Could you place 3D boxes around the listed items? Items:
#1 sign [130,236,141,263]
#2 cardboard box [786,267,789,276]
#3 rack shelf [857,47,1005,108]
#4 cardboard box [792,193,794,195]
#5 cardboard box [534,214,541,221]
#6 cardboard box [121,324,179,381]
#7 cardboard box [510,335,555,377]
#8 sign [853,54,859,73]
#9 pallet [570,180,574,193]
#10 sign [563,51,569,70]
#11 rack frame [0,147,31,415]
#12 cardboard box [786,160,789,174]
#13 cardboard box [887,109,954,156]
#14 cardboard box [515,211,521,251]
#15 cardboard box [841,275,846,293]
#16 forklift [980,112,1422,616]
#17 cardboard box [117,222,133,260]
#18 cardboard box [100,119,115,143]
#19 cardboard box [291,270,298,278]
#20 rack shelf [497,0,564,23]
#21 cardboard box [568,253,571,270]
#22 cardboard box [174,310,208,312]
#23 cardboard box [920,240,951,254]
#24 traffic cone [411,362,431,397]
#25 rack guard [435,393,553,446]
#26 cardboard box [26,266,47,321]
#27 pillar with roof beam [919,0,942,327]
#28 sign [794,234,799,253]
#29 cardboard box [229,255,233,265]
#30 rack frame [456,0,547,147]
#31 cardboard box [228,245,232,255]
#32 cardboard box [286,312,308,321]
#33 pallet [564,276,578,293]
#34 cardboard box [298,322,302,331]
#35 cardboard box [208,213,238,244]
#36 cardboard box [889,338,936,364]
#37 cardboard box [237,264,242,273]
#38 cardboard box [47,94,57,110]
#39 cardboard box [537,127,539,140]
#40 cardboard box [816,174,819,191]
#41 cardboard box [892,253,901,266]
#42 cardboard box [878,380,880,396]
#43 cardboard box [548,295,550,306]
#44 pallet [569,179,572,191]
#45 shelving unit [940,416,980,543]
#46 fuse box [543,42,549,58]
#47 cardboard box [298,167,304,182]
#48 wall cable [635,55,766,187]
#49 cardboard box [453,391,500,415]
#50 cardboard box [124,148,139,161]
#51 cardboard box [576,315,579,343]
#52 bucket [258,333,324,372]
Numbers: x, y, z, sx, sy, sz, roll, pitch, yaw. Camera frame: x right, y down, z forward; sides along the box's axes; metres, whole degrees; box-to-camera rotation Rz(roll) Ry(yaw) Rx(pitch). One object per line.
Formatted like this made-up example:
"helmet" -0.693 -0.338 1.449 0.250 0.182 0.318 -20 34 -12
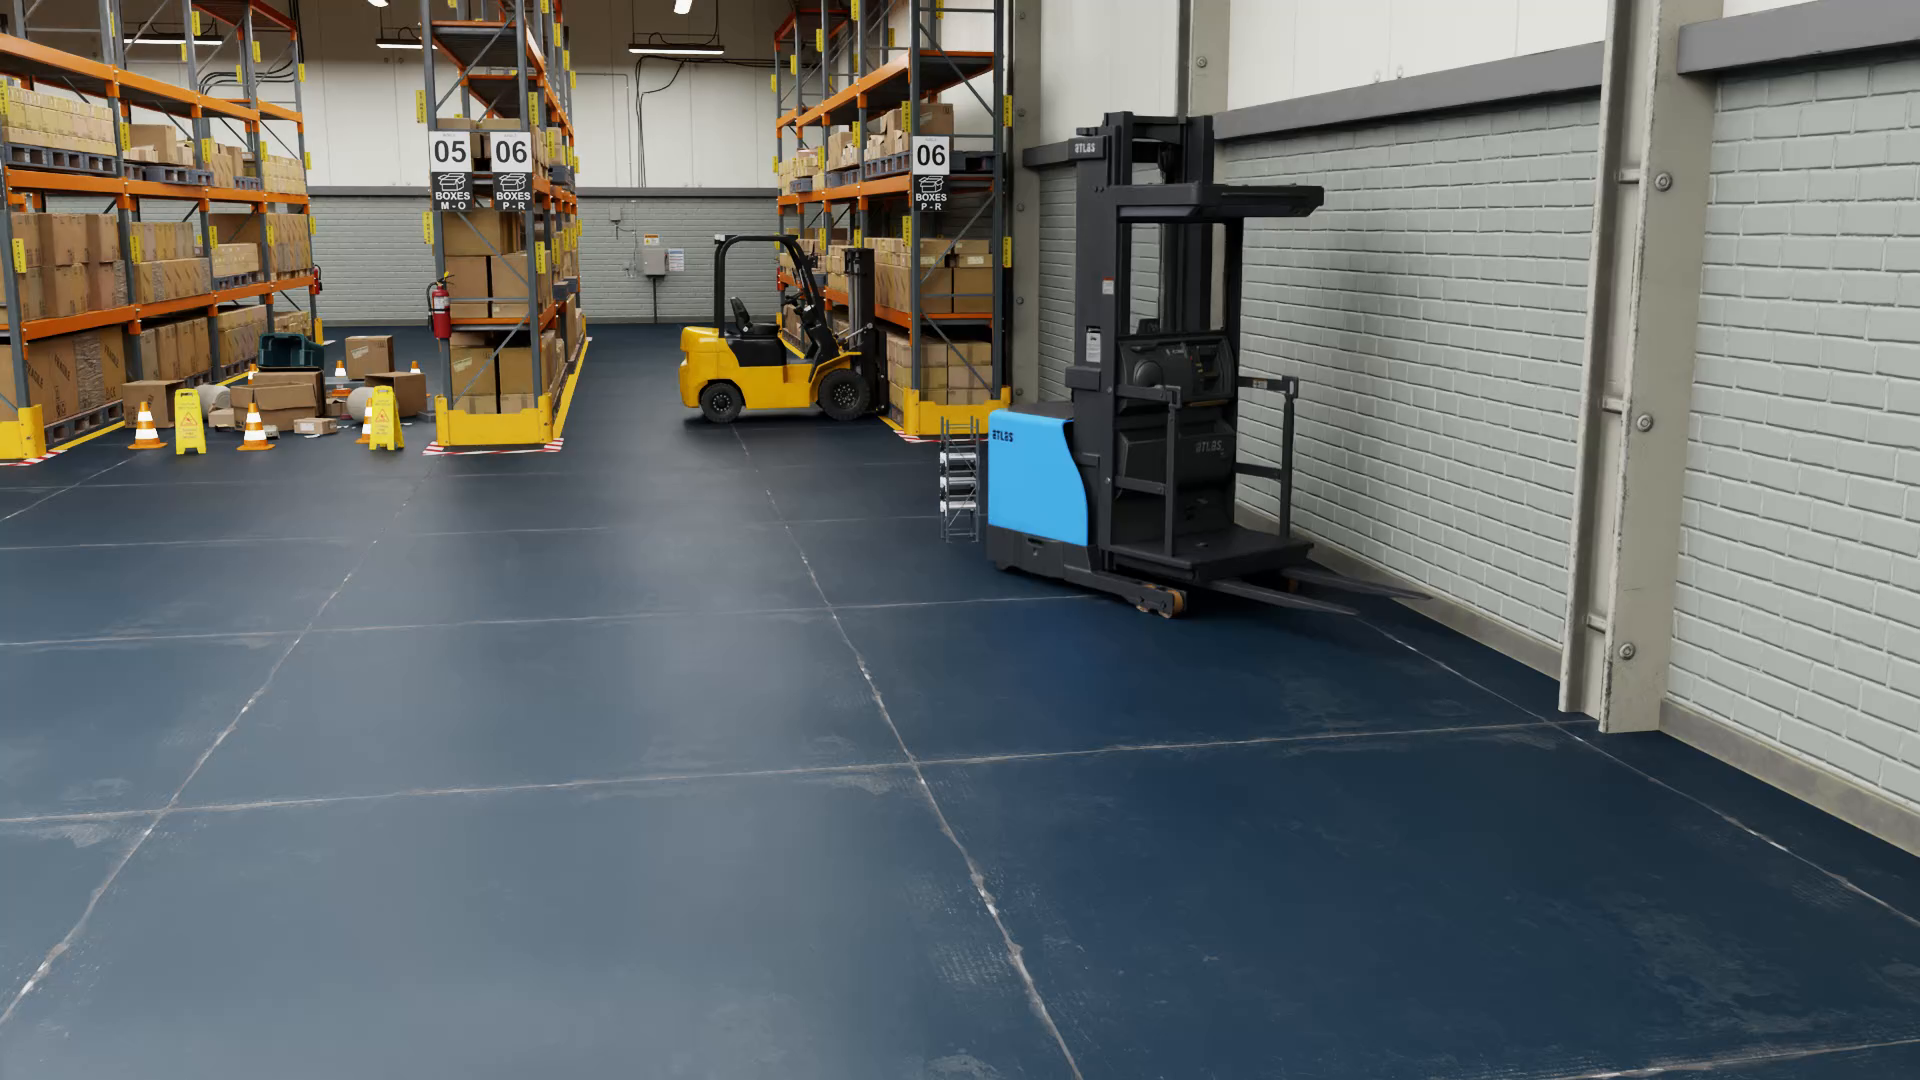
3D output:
"sign" -9.973 -3.514 20.110 0.100 0.325 0.005 -2 11 -11
"cardboard box" -3.150 -5.178 32.052 0.380 0.149 0.250 -2 11 -13
"rack shelf" -0.424 -5.440 19.702 1.077 0.370 4.000 -2 11 -11
"cardboard box" -2.939 -6.518 31.067 0.380 0.149 0.250 -2 11 -10
"cardboard box" -7.554 -5.651 29.190 0.380 0.149 0.250 -2 11 -10
"cardboard box" -10.910 -2.418 21.773 1.050 0.750 0.750 -2 11 -11
"cardboard box" -5.102 -2.166 19.781 0.500 0.500 0.500 -2 11 -8
"sign" -1.826 -8.381 29.243 0.100 0.325 0.005 -2 11 -11
"pallet" -7.620 -6.499 30.534 1.003 0.211 1.213 -2 11 -11
"sign" -6.707 -8.162 28.302 0.100 0.325 0.005 -2 11 -11
"rack frame" -9.739 -2.296 16.236 1.000 3.000 0.127 -2 11 -11
"cardboard box" -3.006 -7.032 31.368 0.500 0.250 0.500 -2 11 -9
"cardboard box" -0.461 -4.717 19.279 0.700 0.500 0.500 -2 11 -11
"cardboard box" -5.808 -3.826 20.538 0.700 0.500 0.500 -2 11 -12
"cardboard box" -1.445 -3.697 23.999 0.500 0.250 0.500 -2 11 -9
"forklift" 1.424 -1.095 10.110 1.130 2.935 3.031 -8 13 -37
"cardboard box" -10.619 -3.661 20.465 0.700 0.500 0.500 -2 11 -12
"cardboard box" -10.169 -4.750 19.323 0.500 0.250 0.500 -2 11 -12
"cardboard box" -12.340 -4.870 30.431 0.380 0.149 0.250 -3 11 -14
"rack shelf" -6.848 -8.555 26.111 1.077 0.370 4.000 -2 11 -11
"cardboard box" -6.585 -4.516 26.963 0.500 0.250 0.500 -2 11 -10
"cardboard box" -11.878 -3.412 25.656 0.500 0.250 0.500 -2 11 -10
"cardboard box" -0.311 -3.247 18.438 0.380 0.149 0.250 -2 11 -11
"traffic cone" -7.296 -2.158 22.298 0.336 0.463 0.334 -2 11 -11
"rack guard" -4.918 -1.280 17.586 1.175 0.500 0.348 -2 11 -11
"cardboard box" -9.984 -2.536 17.097 0.875 0.550 0.550 -2 11 -11
"pillar with roof beam" -4.676 -6.727 23.473 9.100 9.000 0.400 -2 11 -11
"sign" -2.900 -5.281 29.603 0.100 0.325 0.005 -2 11 -11
"cardboard box" -11.444 -4.324 25.646 0.380 0.149 0.250 -2 11 -12
"rack frame" -5.681 -6.175 20.573 1.000 3.000 0.127 -2 11 -11
"cardboard box" -11.452 -4.471 25.622 0.380 0.149 0.250 -2 11 -9
"cardboard box" -12.332 -4.149 30.885 0.380 0.149 0.250 -2 11 -12
"pallet" -6.216 -3.741 24.340 1.213 0.211 1.003 -2 11 -11
"cardboard box" -12.252 -3.906 30.402 0.380 0.149 0.250 -2 11 -10
"cardboard box" -12.430 -5.260 28.070 0.500 0.500 0.500 -3 11 -13
"cardboard box" -0.536 -2.189 19.231 0.500 0.250 0.500 -2 11 -10
"cardboard box" -11.545 -4.275 26.184 0.380 0.149 0.250 -2 11 -9
"cardboard box" -9.738 -4.599 17.464 0.380 0.149 0.250 -2 11 -12
"cardboard box" -4.914 -4.544 18.566 0.380 0.149 0.250 -2 11 -9
"cardboard box" -2.027 -5.720 26.606 0.500 0.250 0.500 -2 11 -11
"cardboard box" -0.582 -3.285 19.434 0.380 0.149 0.250 -2 11 -13
"cardboard box" -0.735 -1.884 20.303 0.500 0.250 0.500 -2 11 -9
"cardboard box" -5.119 -2.870 19.927 0.380 0.149 0.250 -2 11 -12
"pallet" -7.386 -6.276 29.361 1.003 0.211 1.213 -2 11 -11
"shelving unit" -0.002 -0.444 12.120 0.258 0.900 0.210 -2 11 -11
"fuse box" -9.378 -10.967 37.192 0.513 0.334 0.176 -2 11 -11
"cardboard box" -12.512 -6.801 30.945 0.500 0.250 0.500 -2 11 -13
"wall cable" -5.920 -9.549 38.197 2.988 3.039 0.133 -2 11 -11
"cardboard box" -5.329 -1.493 18.248 0.500 0.250 0.500 -2 11 -11
"cardboard box" -10.475 -4.834 20.832 0.250 0.149 0.380 -2 11 -11
"cardboard box" -7.254 -3.762 29.668 0.875 0.438 0.875 -2 11 -12
"bucket" -8.229 -2.227 20.564 0.726 0.611 0.620 2 1 9
